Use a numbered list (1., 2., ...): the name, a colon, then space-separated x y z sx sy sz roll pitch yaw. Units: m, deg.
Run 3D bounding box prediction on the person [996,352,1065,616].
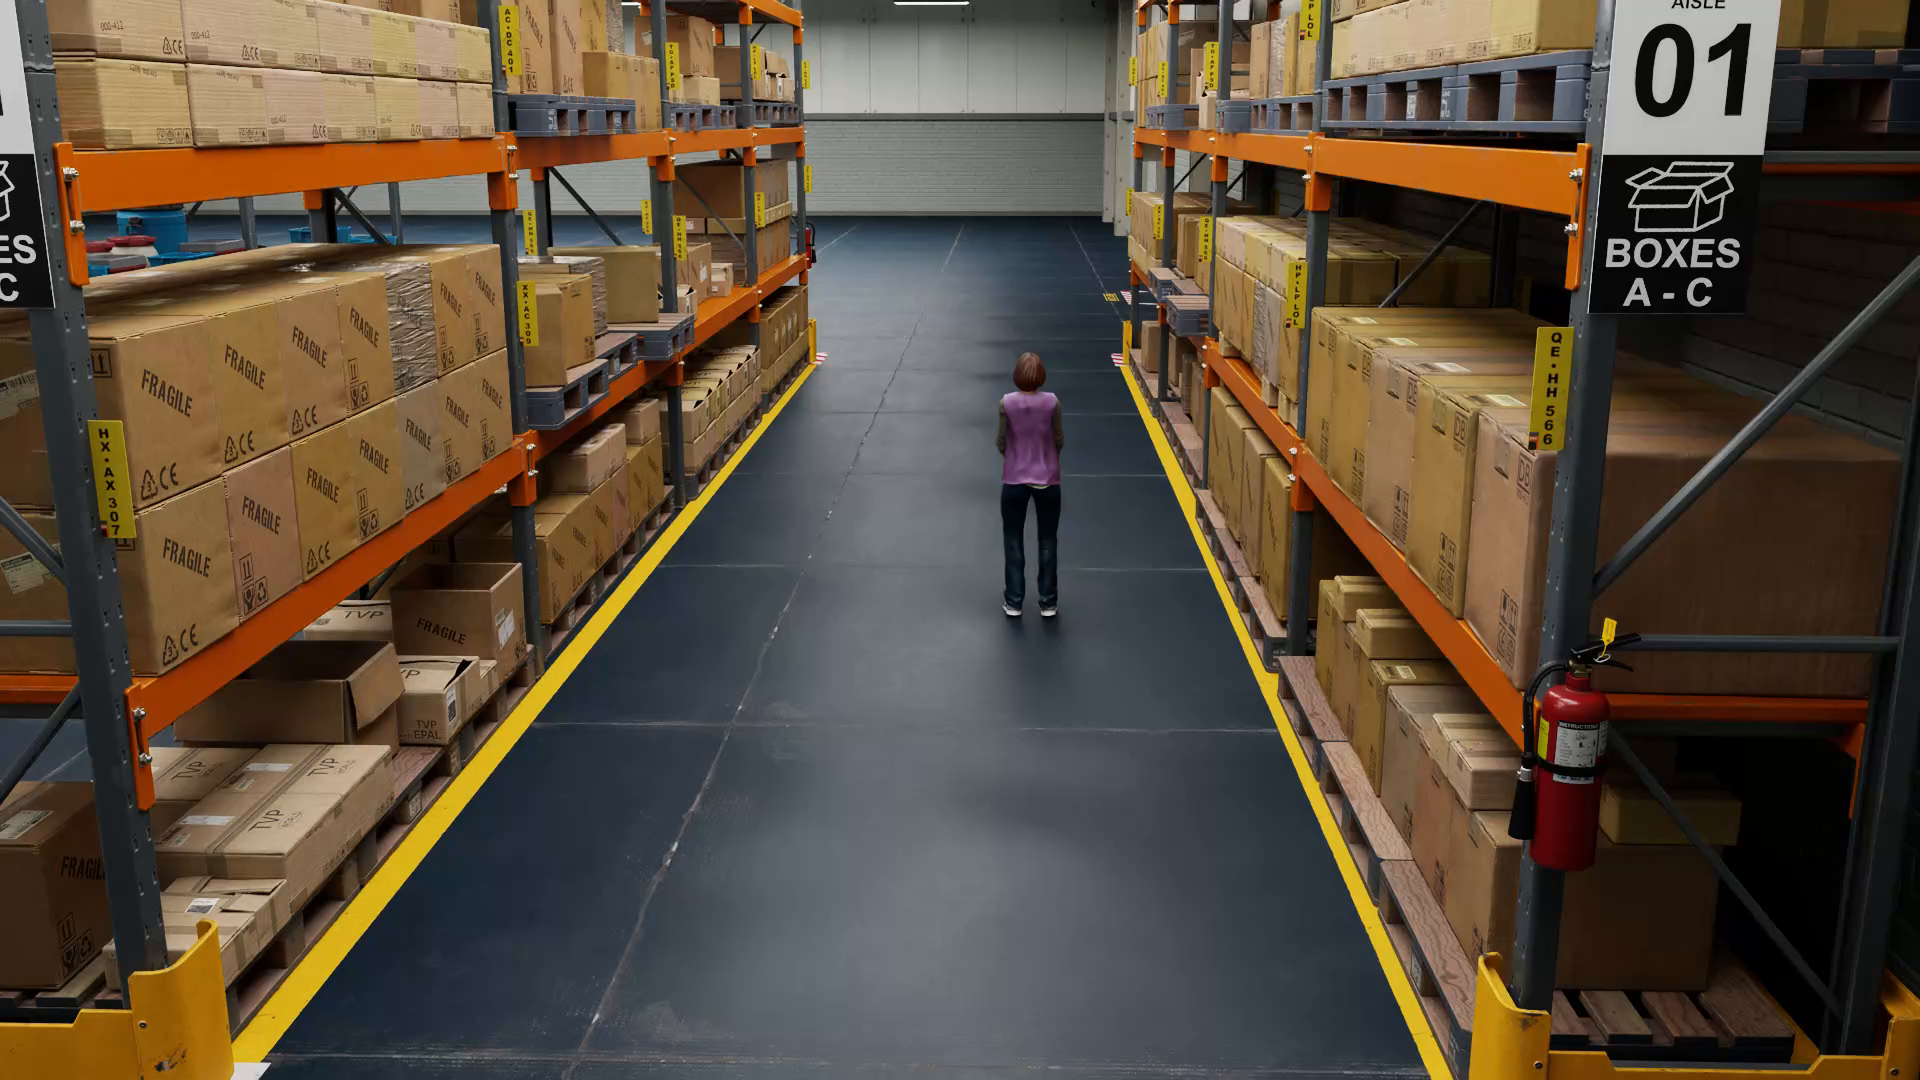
1. person: 0.417 -0.345 9.898 0.408 1.589 0.493 0 14 2
